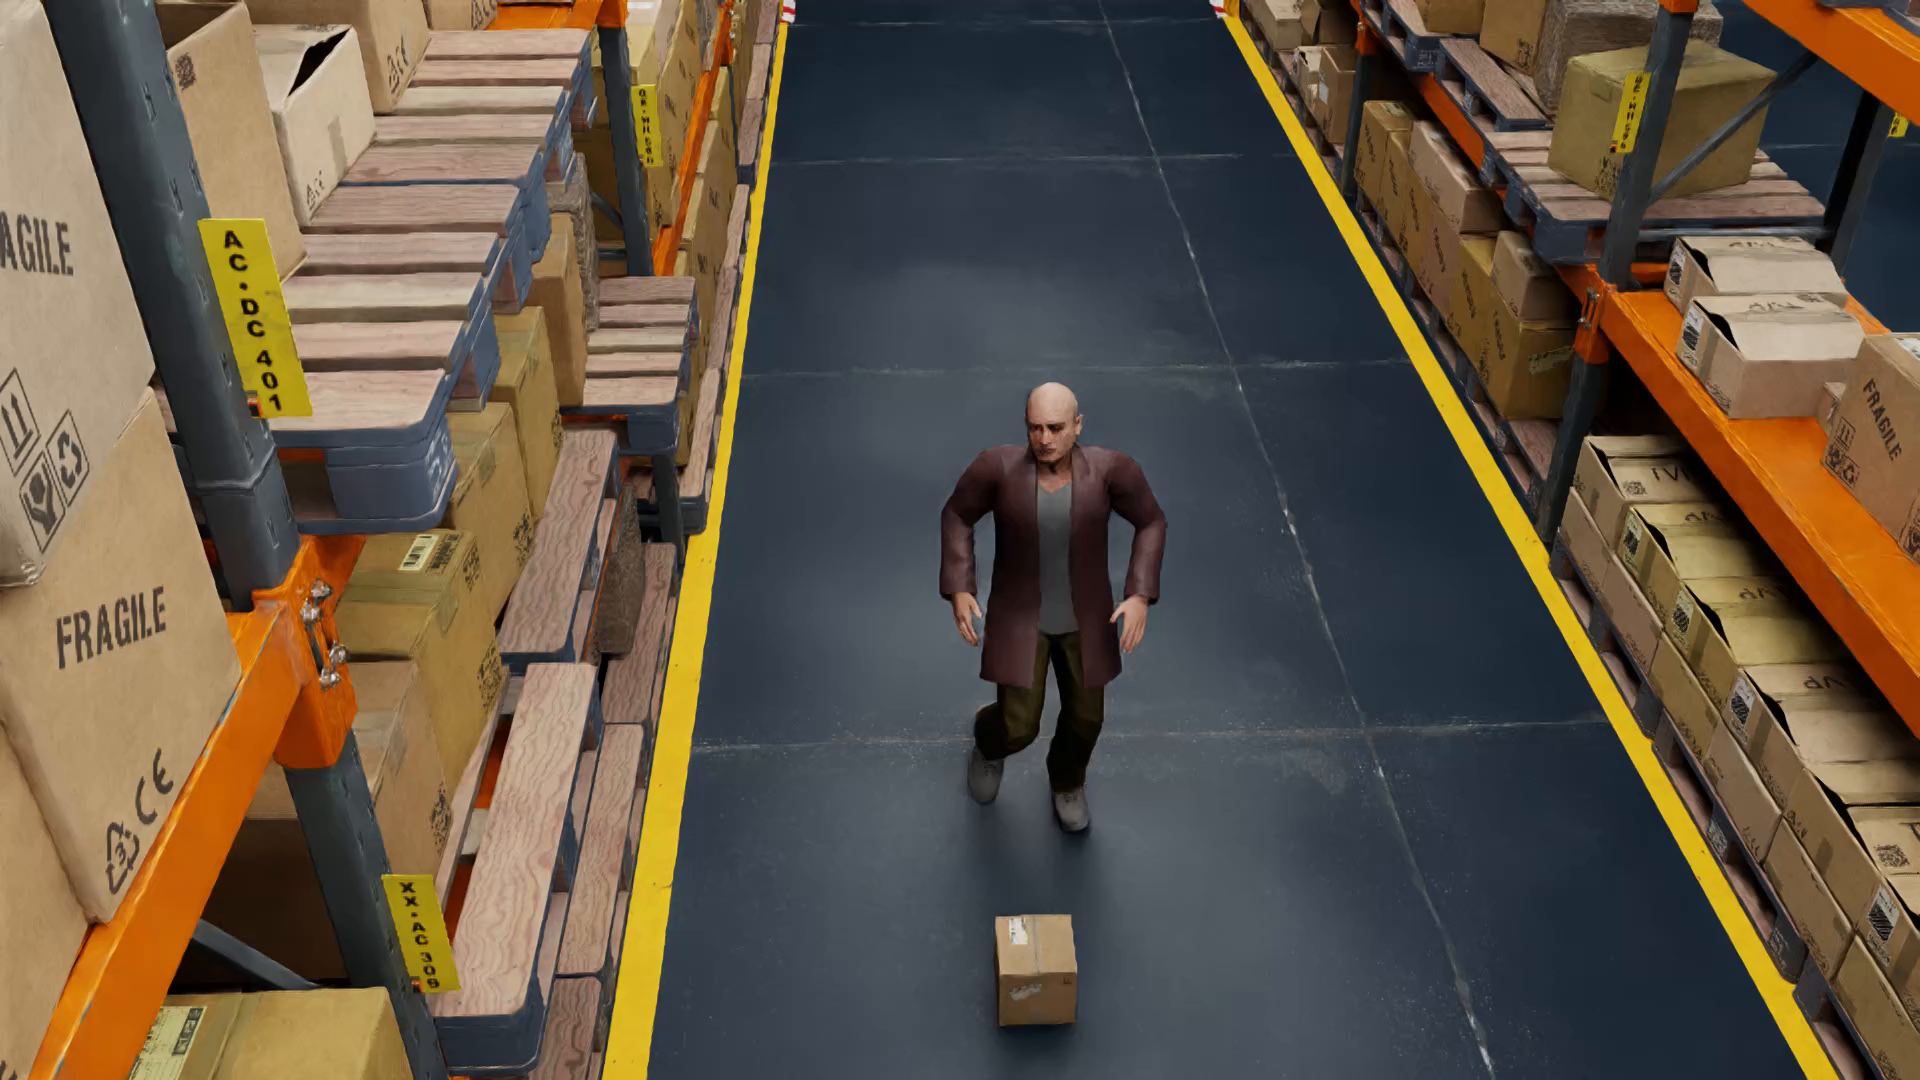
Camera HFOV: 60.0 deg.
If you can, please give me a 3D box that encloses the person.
[{"bbox_3d":[0.328,0.270,5.796,0.787,1.747,0.520,-3,35,-5],"label":"person"}]
